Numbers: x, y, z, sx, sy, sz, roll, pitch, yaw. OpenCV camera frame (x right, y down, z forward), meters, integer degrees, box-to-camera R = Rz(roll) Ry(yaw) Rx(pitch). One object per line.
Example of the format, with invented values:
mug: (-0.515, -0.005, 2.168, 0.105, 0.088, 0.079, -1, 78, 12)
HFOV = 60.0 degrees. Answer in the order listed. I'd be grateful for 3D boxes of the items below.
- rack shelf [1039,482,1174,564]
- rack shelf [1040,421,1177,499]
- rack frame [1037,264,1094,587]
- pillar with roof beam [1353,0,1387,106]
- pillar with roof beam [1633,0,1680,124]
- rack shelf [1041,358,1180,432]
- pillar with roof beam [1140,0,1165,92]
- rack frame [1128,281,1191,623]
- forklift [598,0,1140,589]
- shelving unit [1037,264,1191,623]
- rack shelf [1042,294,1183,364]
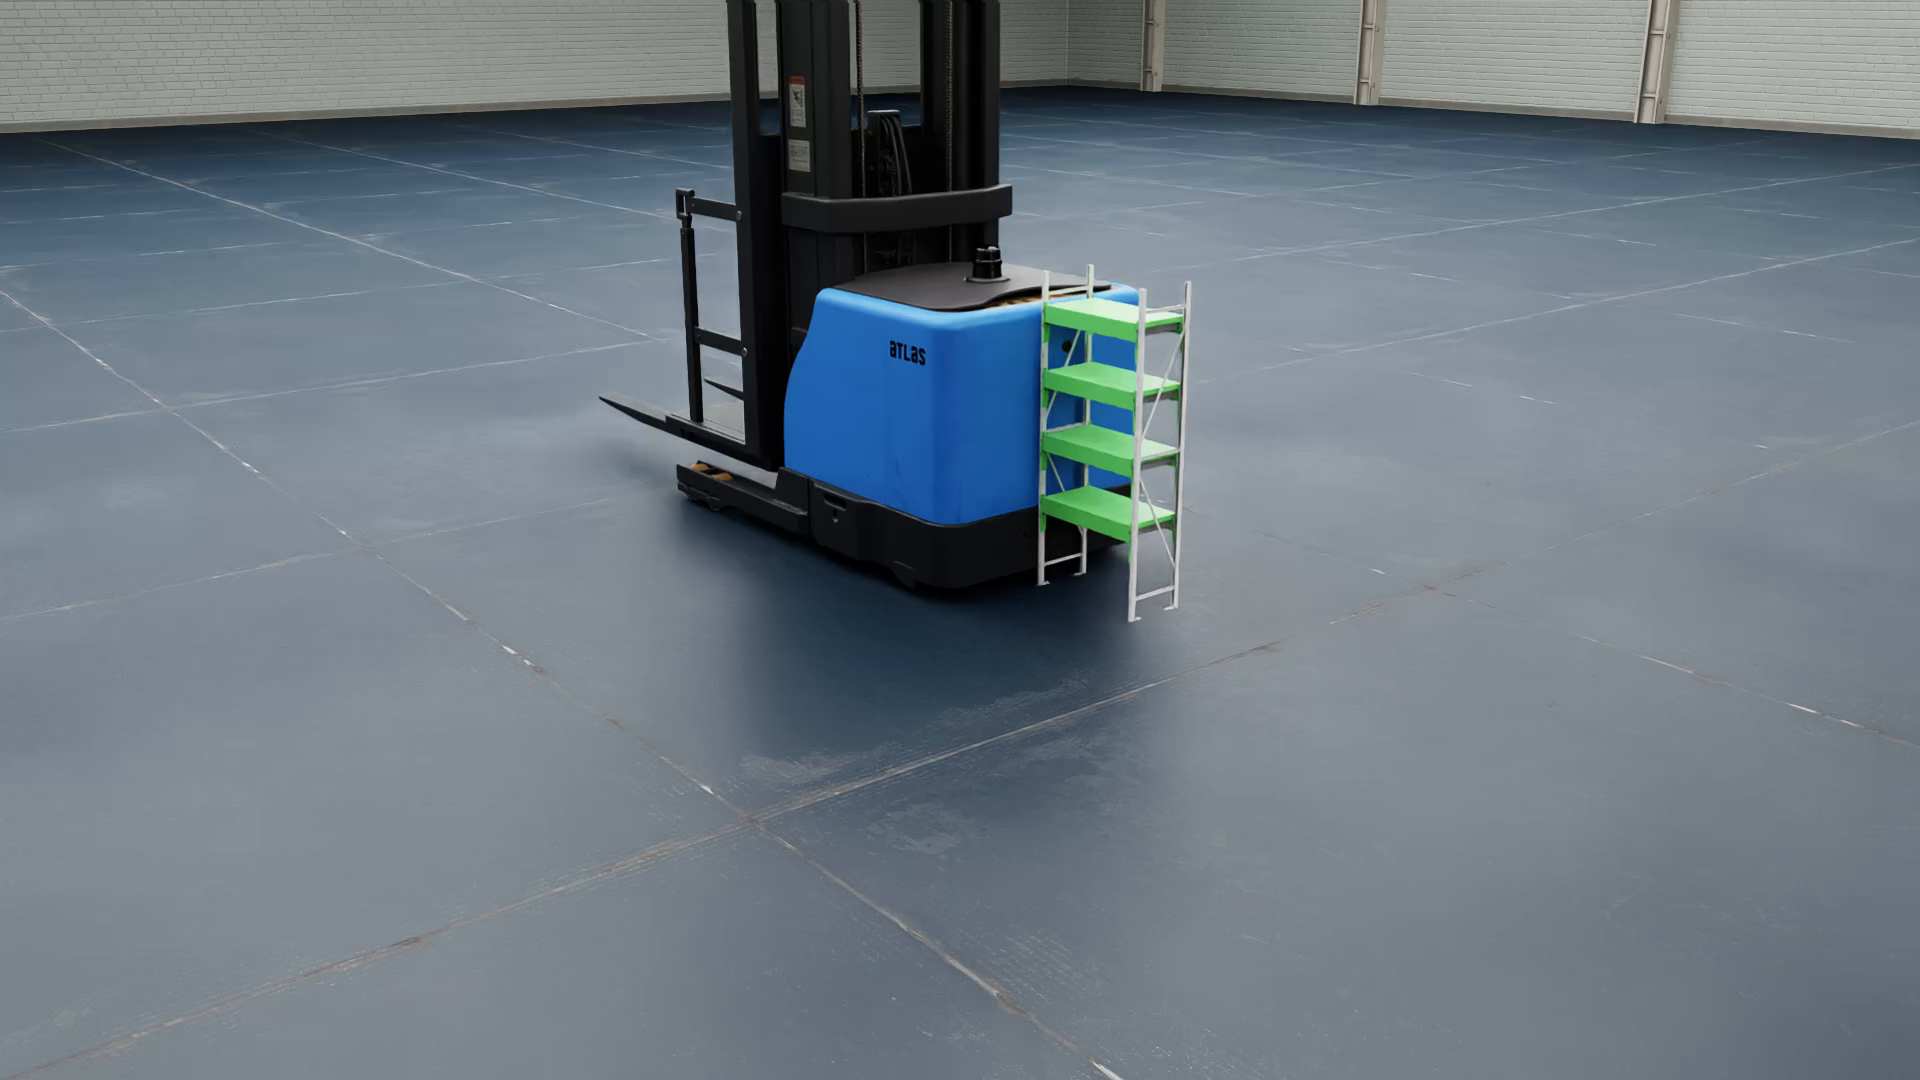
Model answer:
rack shelf: (0.546, -0.069, 6.128, 0.258, 0.148, 0.480, -14, 23, -37)
rack shelf: (0.546, -0.297, 6.053, 0.258, 0.148, 0.480, -14, 23, -37)
rack frame: (0.392, -0.417, 6.212, 0.240, 1.200, 0.015, -14, 23, -37)
pillar with roof beam: (4.630, -12.013, 28.826, 9.100, 9.000, 0.400, -14, 23, -36)
pillar with roof beam: (8.355, -10.534, 24.361, 9.100, 9.000, 0.400, -14, 23, -36)
rack shelf: (0.546, -0.525, 5.978, 0.258, 0.148, 0.480, -14, 23, -37)
pillar with roof beam: (0.905, -13.491, 33.290, 9.100, 9.000, 0.400, -14, 23, -36)
rack frame: (0.700, -0.298, 5.853, 0.240, 1.200, 0.015, -14, 23, -37)
forklift: (-0.602, -1.604, 7.044, 1.130, 2.935, 3.031, -14, 23, -37)
shelving unit: (0.546, -0.357, 6.033, 0.258, 1.200, 0.503, -14, 23, -37)
rack shelf: (0.546, -0.752, 5.902, 0.258, 0.148, 0.480, -14, 23, -37)
